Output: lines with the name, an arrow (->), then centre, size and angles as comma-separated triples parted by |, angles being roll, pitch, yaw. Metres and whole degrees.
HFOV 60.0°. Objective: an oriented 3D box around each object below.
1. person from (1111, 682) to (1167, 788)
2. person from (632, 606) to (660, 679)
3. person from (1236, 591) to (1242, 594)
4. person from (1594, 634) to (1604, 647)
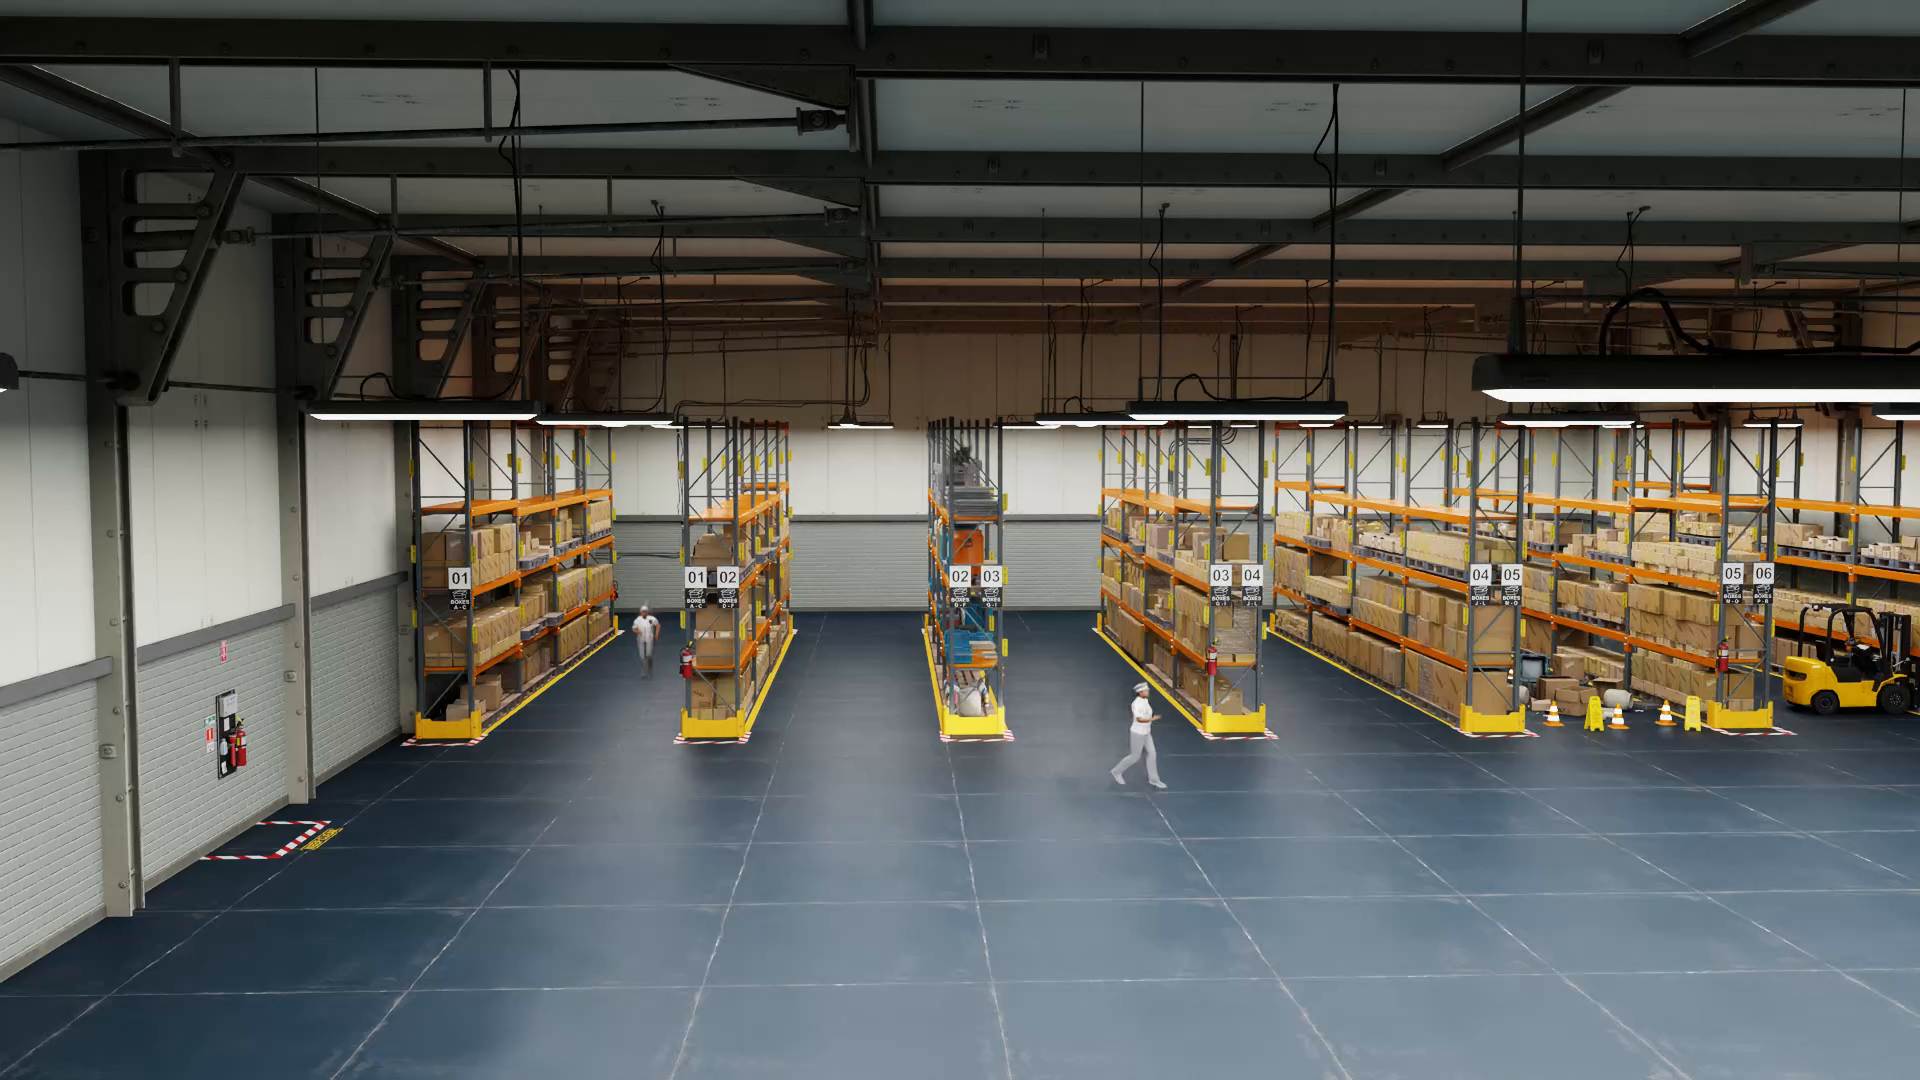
person -> 2.875, 3.114, 26.676 | 0.901, 1.697, 0.604 | 1, 4, 20
person -> -7.309, 2.390, 38.663 | 0.613, 1.723, 0.711 | 0, 4, -6
person -> 7.779, 1.889, 45.074 | 0.673, 1.796, 0.896 | 1, 4, 8
person -> 16.744, 1.959, 43.729 | 0.699, 1.756, 0.988 | -1, 4, -9
